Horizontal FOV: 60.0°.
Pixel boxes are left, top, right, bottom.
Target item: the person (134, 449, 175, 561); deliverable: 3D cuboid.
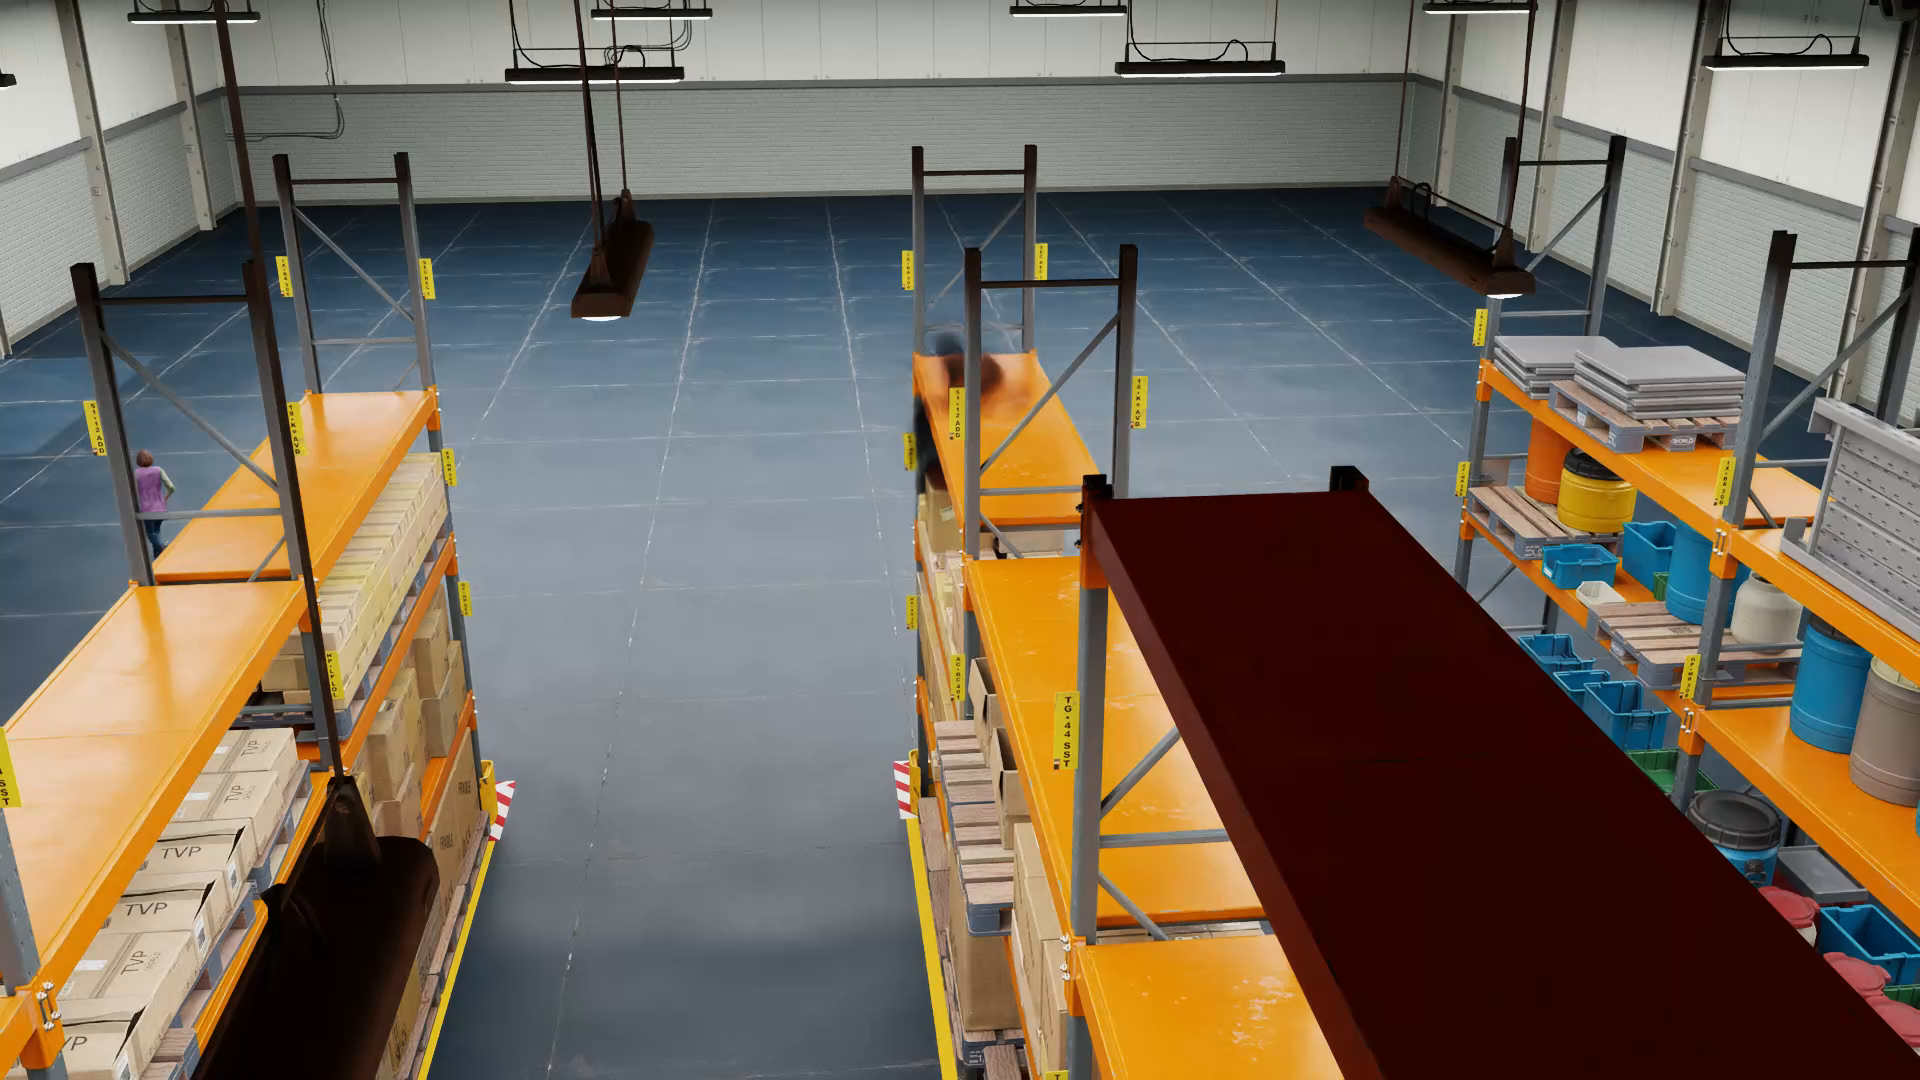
[{"bbox_3d":[-9.886,-0.332,20.388,0.533,1.578,0.697,-19,28,-39],"label":"person"}]
